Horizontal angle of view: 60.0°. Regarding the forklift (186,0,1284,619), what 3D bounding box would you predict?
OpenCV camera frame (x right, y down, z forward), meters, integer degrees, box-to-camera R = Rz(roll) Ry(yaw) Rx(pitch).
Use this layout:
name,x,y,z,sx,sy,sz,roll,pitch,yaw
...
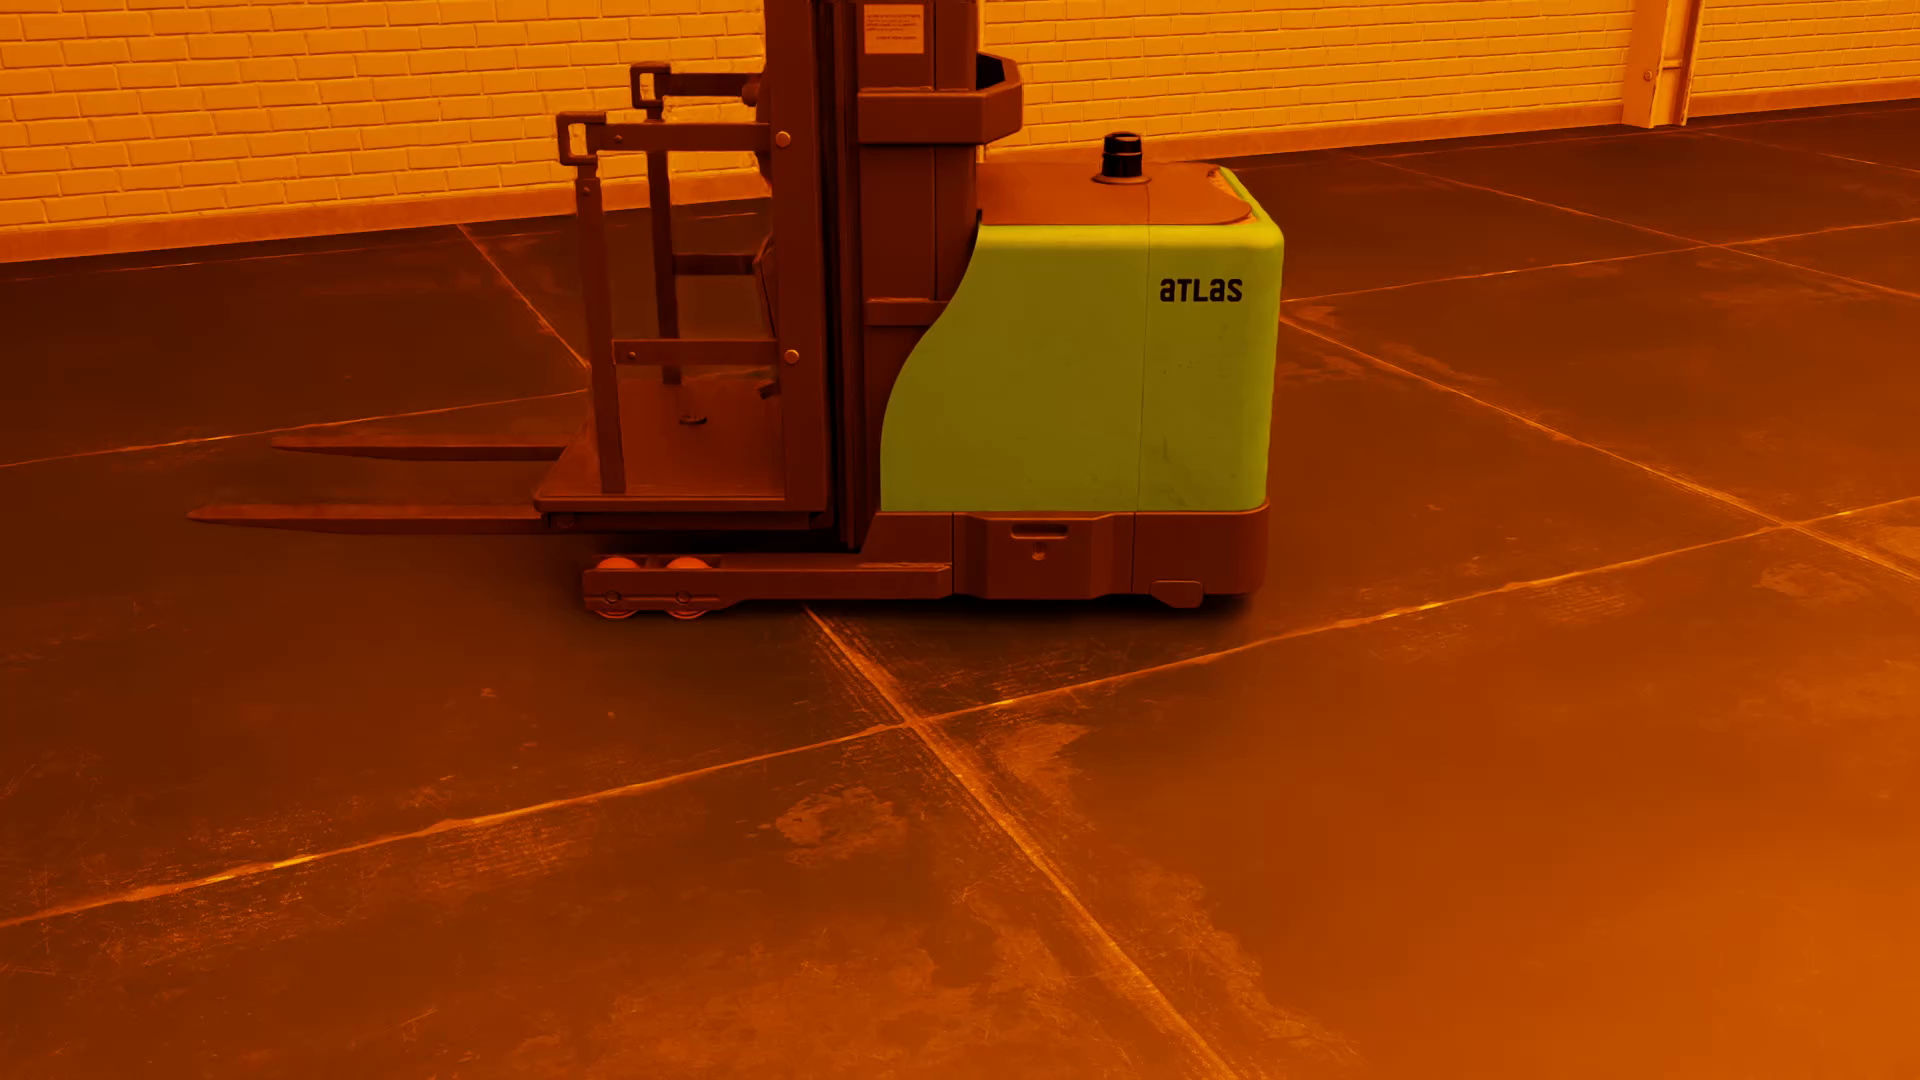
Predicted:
name,x,y,z,sx,sy,sz,roll,pitch,yaw
forklift,-0.667,-1.339,4.509,3.031,2.935,1.130,0,23,0
